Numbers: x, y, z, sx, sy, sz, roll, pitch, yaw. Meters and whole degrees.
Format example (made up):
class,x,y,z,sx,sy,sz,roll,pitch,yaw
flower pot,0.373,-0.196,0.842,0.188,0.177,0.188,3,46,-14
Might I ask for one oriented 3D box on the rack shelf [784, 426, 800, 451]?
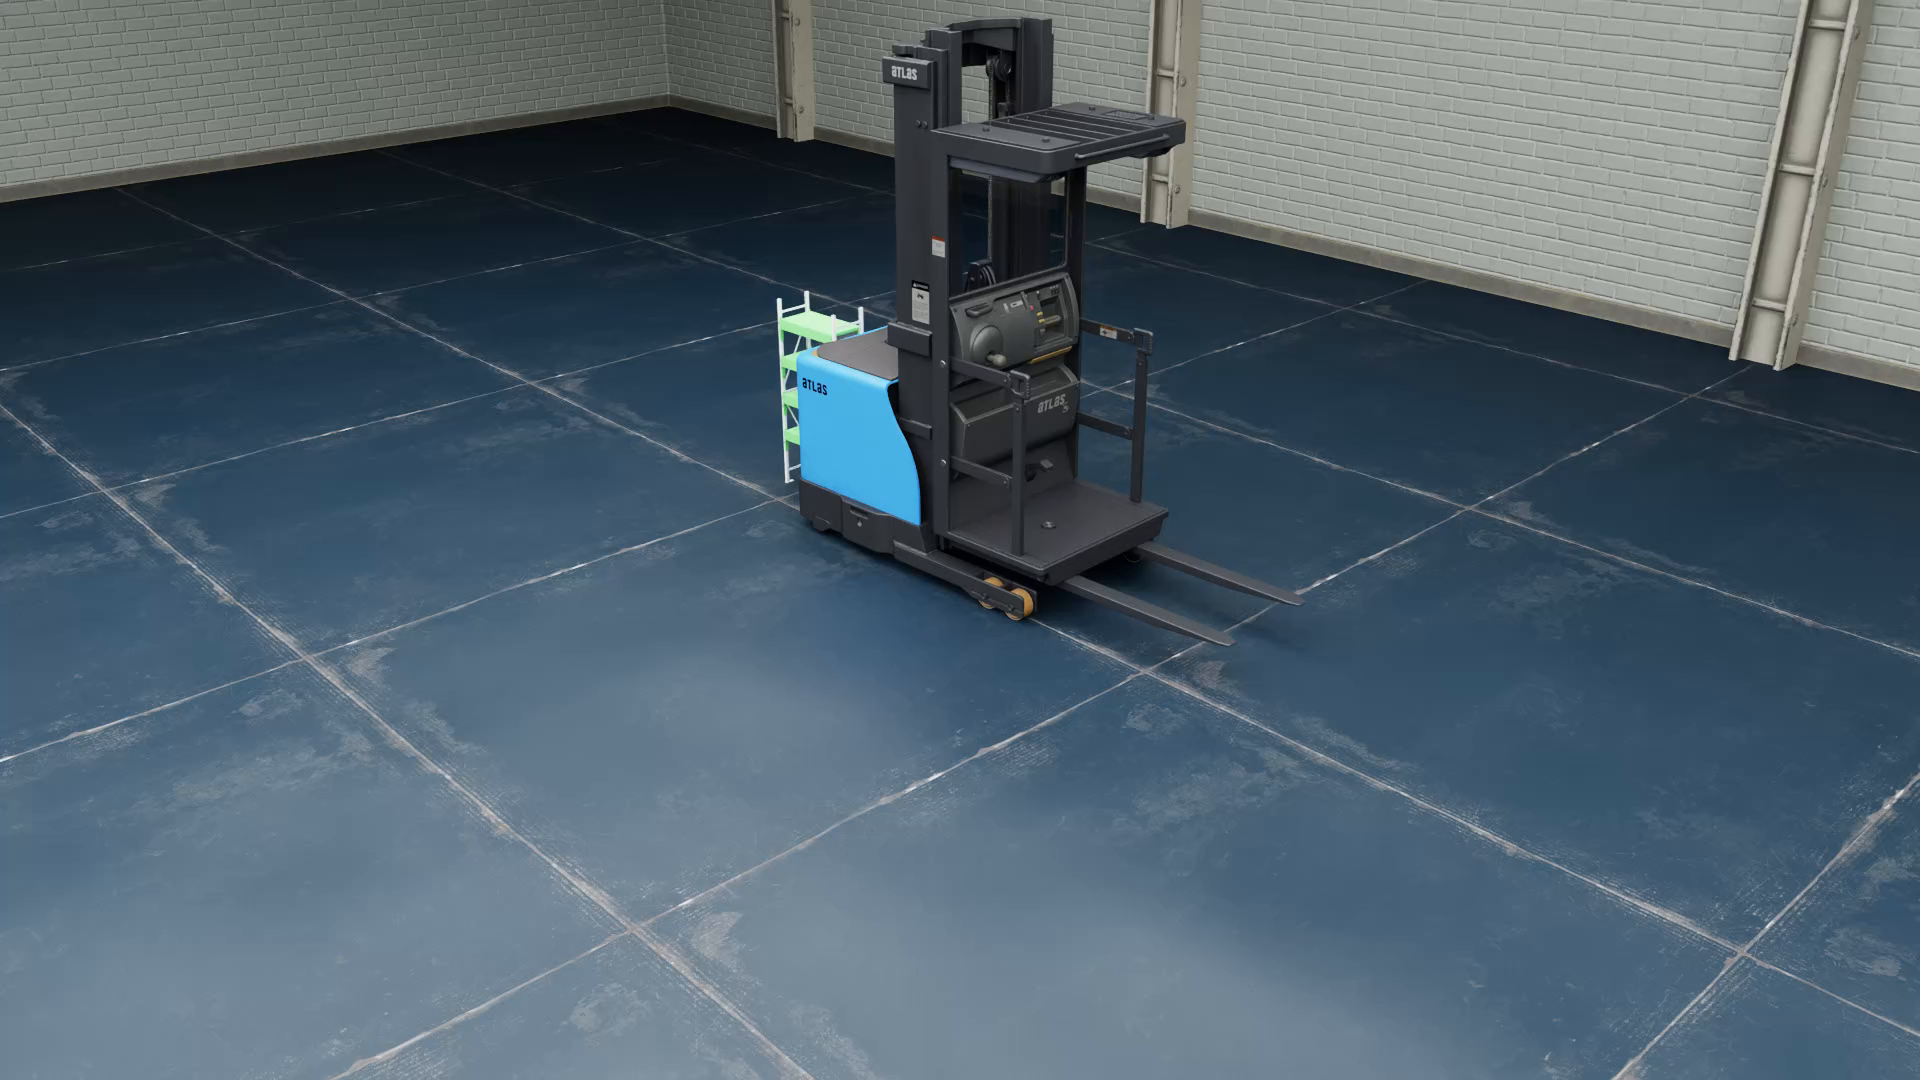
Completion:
class,x,y,z,sx,sy,sz,roll,pitch,yaw
rack shelf,-0.841,-0.597,10.345,0.480,0.148,0.258,22,32,39

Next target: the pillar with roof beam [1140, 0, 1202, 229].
class,x,y,z,sx,sy,sz,roll,pitch,yaw
pillar with roof beam,-1.080,-6.070,12.213,9.100,9.000,0.400,-21,32,-38

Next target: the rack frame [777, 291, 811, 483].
class,x,y,z,sx,sy,sz,roll,pitch,yaw
rack frame,-1.017,-0.944,10.373,0.015,1.200,0.240,22,32,39

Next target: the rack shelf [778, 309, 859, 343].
class,x,y,z,sx,sy,sz,roll,pitch,yaw
rack shelf,-0.841,-1.252,10.046,0.480,0.148,0.258,22,32,39

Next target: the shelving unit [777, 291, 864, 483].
class,x,y,z,sx,sy,sz,roll,pitch,yaw
shelving unit,-0.841,-0.873,10.218,0.503,1.200,0.258,22,32,39

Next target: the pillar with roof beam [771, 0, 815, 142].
class,x,y,z,sx,sy,sz,roll,pitch,yaw
pillar with roof beam,-5.181,-7.888,16.198,9.100,9.000,0.400,-21,32,-38

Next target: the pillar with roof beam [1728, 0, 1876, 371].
class,x,y,z,sx,sy,sz,roll,pitch,yaw
pillar with roof beam,3.021,-4.252,8.229,9.100,9.000,0.400,-21,32,-38

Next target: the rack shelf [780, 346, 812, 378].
class,x,y,z,sx,sy,sz,roll,pitch,yaw
rack shelf,-0.841,-1.033,10.145,0.480,0.148,0.258,22,32,39

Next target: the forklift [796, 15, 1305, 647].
class,x,y,z,sx,sy,sz,roll,pitch,yaw
forklift,0.453,-1.152,8.743,3.031,2.935,1.130,22,32,39

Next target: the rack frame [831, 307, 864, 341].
class,x,y,z,sx,sy,sz,roll,pitch,yaw
rack frame,-0.666,-0.803,10.064,0.015,1.200,0.240,22,32,39

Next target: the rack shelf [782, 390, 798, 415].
class,x,y,z,sx,sy,sz,roll,pitch,yaw
rack shelf,-0.841,-0.815,10.245,0.480,0.148,0.258,22,32,39
